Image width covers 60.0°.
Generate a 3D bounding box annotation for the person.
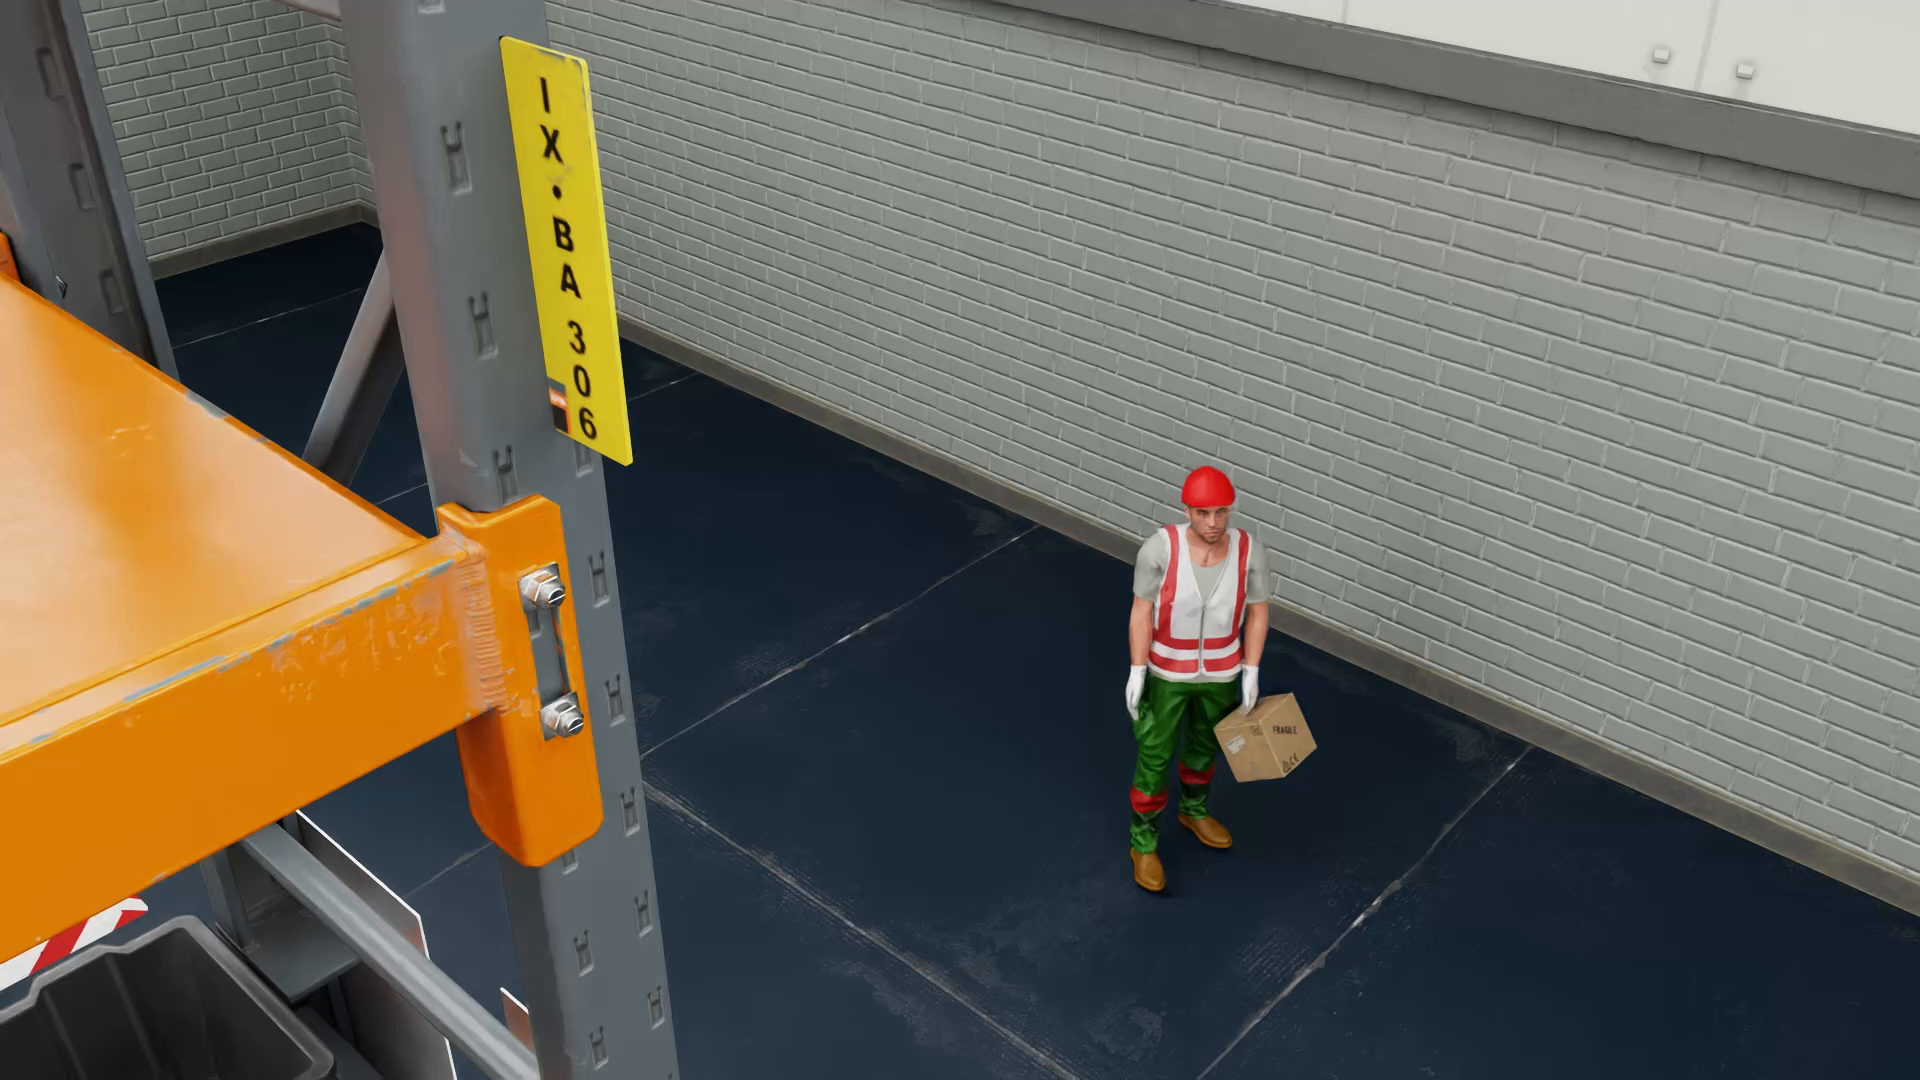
[{"bbox_3d":[0.944,0.565,6.643,0.590,1.793,0.543,-3,31,-4],"label":"person"}]
